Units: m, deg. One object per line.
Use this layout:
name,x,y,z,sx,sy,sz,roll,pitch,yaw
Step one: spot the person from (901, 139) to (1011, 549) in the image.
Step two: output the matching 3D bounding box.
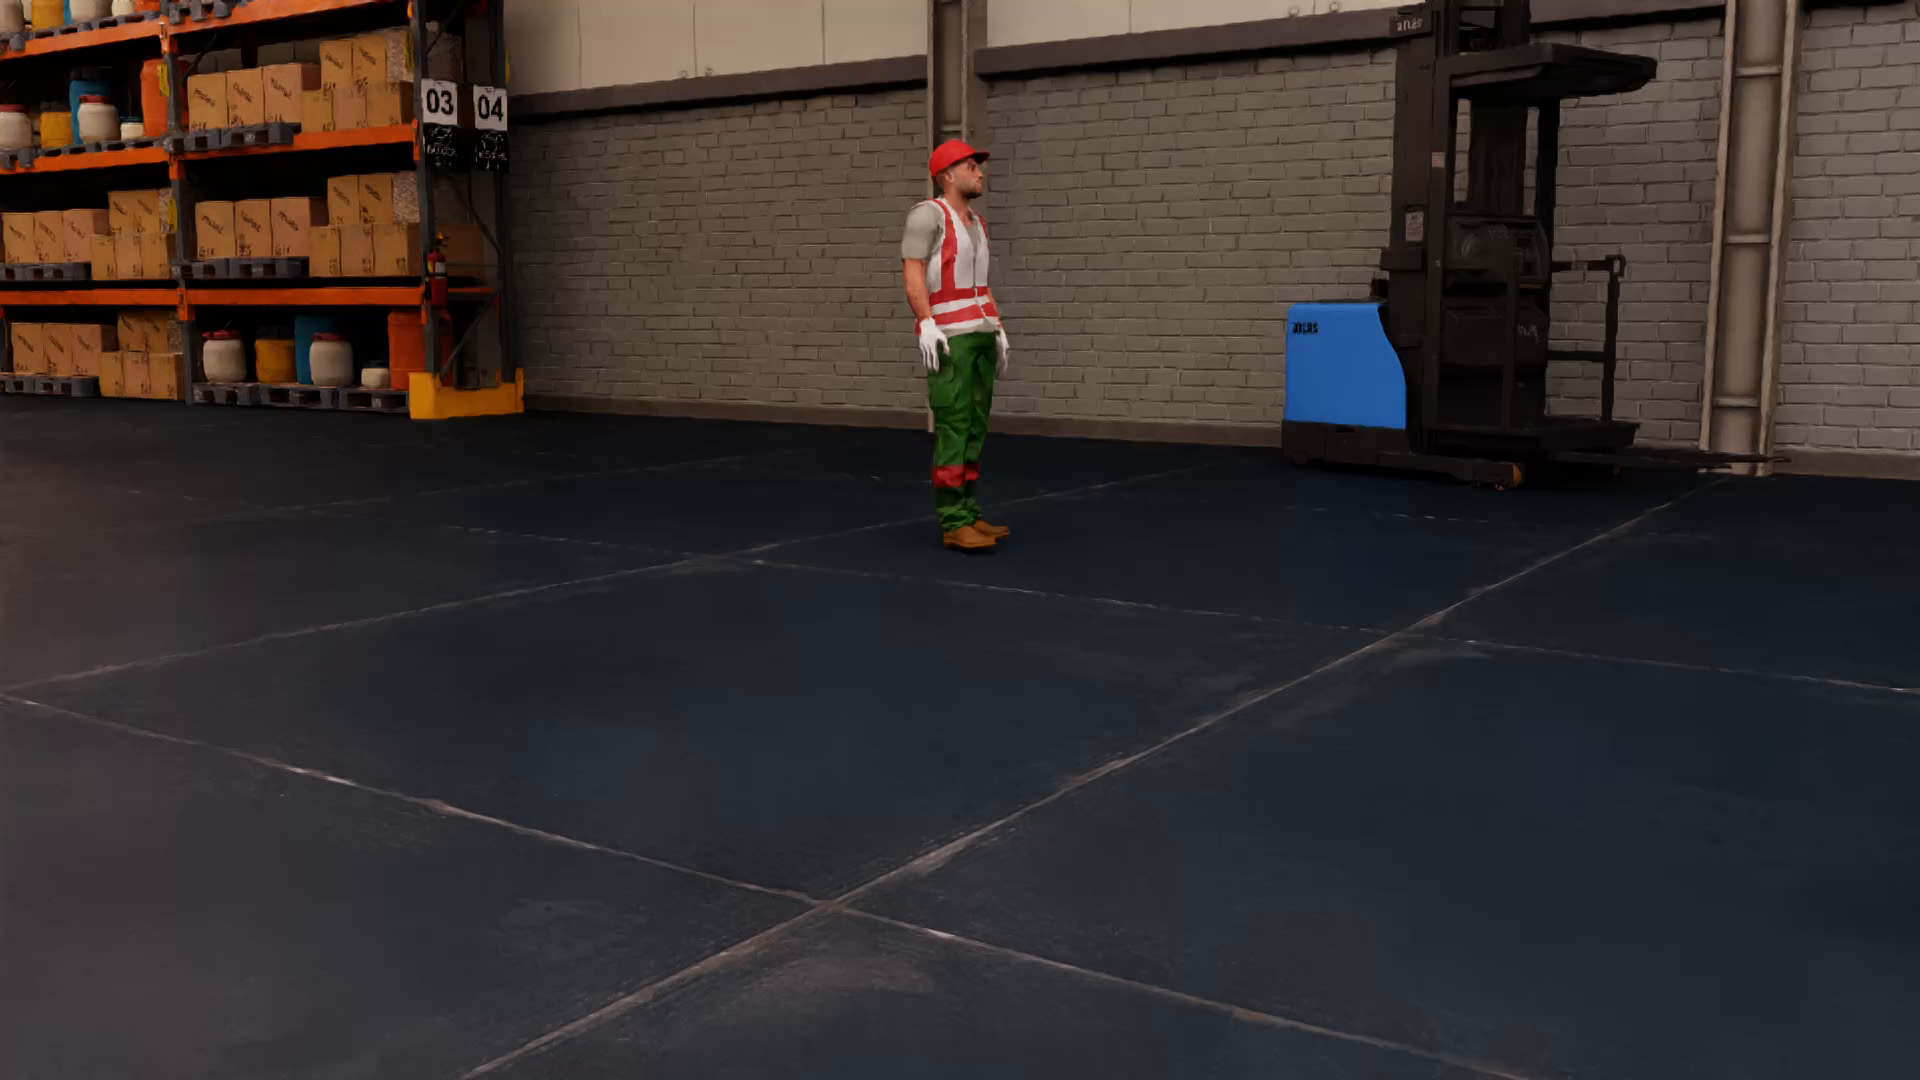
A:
person,0.061,-0.885,7.423,0.563,1.787,0.637,5,10,34

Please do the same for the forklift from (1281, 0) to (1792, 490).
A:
forklift,3.404,-1.815,9.958,1.130,2.935,3.031,-6,10,-36
